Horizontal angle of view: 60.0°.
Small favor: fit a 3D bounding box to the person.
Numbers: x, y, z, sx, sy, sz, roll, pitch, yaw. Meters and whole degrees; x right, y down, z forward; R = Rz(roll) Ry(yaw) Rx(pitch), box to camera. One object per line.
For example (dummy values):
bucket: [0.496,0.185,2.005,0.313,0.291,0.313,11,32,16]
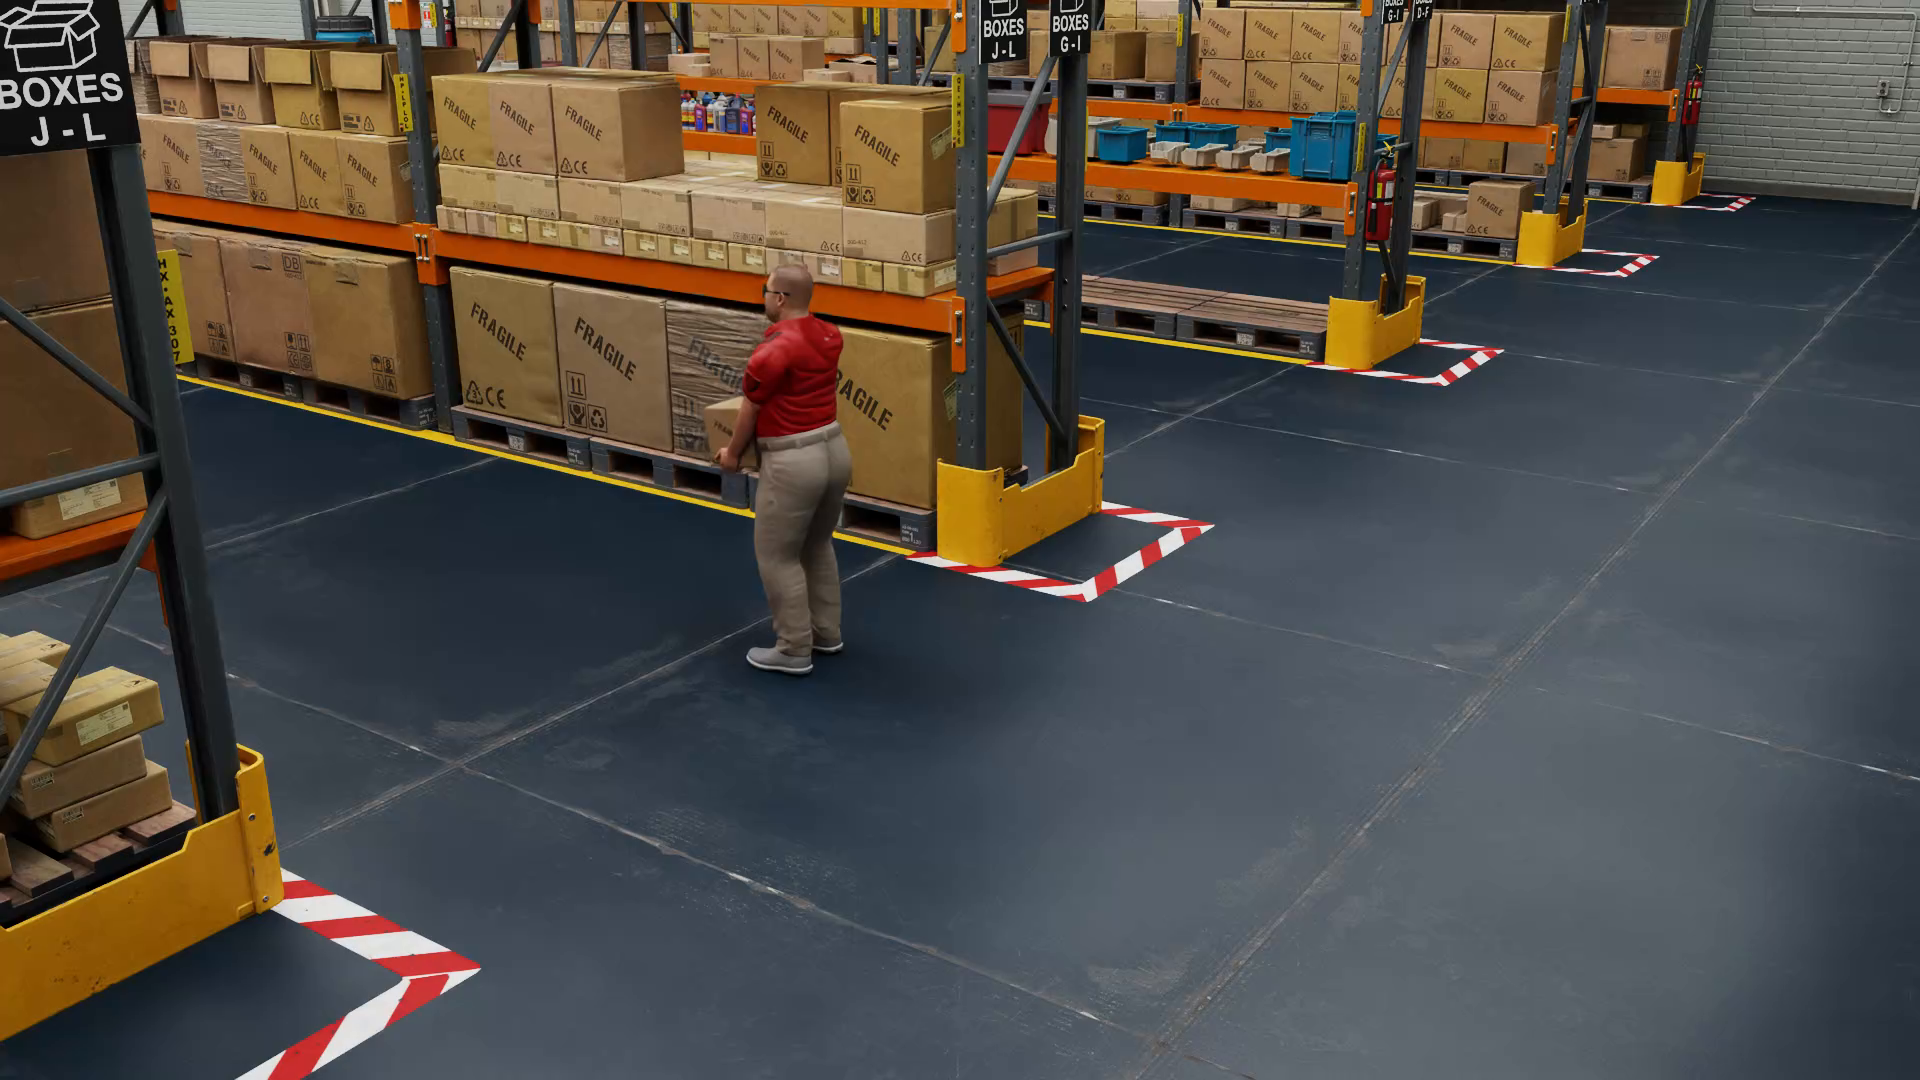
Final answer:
person: [-0.747,-0.305,6.964,0.541,1.726,0.490,13,23,31]
